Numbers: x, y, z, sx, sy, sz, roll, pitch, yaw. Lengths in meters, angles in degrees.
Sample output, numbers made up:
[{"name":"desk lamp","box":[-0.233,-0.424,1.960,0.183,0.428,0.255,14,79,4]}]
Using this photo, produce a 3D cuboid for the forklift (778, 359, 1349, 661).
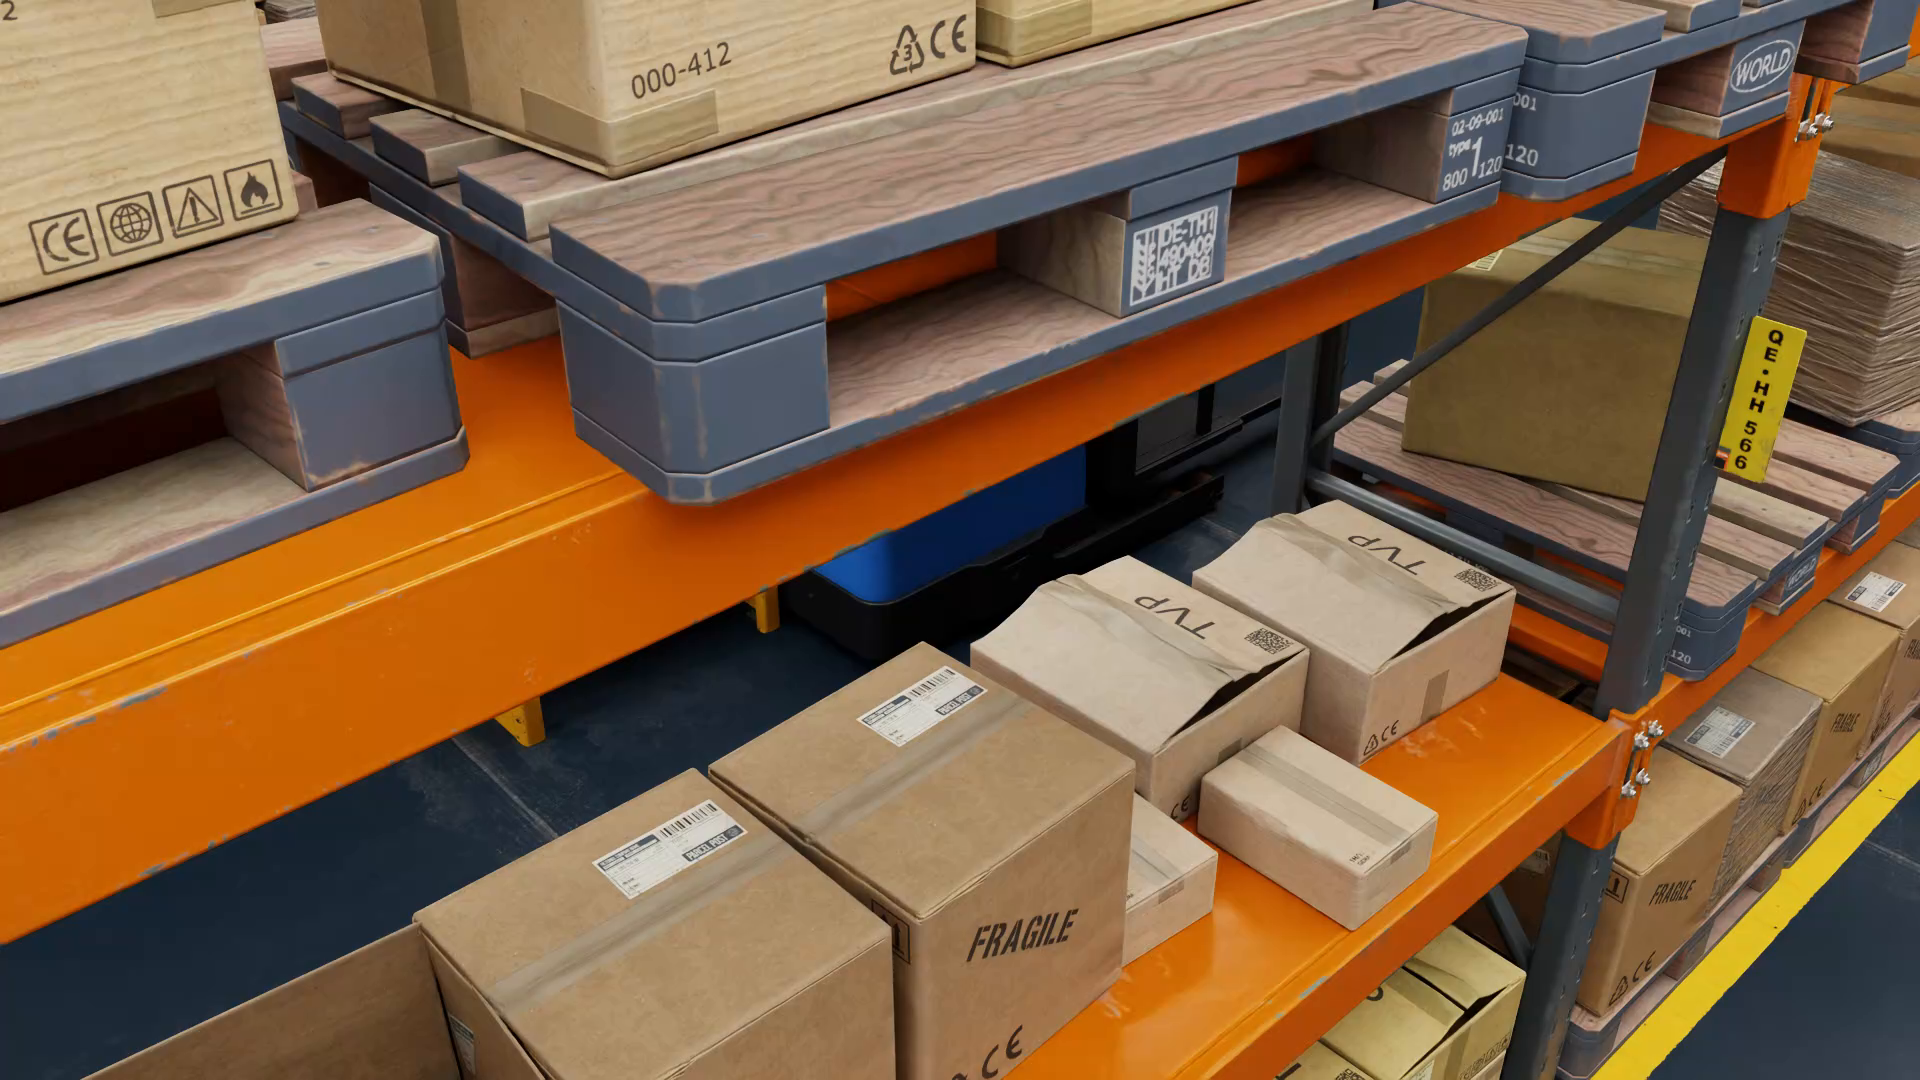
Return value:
[{"name":"forklift","box":[0.461,-1.475,6.352,3.031,2.935,1.130,-26,40,-36]}]

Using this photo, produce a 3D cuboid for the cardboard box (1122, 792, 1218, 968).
[{"name":"cardboard box","box":[0.261,0.597,3.139,0.250,0.149,0.380,-23,38,-32]}]

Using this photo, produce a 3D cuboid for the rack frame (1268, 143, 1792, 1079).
[{"name":"rack frame","box":[1.158,0.016,3.849,0.127,3.000,1.000,-26,40,-35]}]

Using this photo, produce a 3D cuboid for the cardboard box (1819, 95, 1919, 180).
[{"name":"cardboard box","box":[2.837,-0.974,4.970,0.700,0.500,0.500,18,36,27]}]

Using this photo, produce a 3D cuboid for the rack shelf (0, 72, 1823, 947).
[{"name":"rack shelf","box":[-0.309,-0.247,2.094,4.000,0.370,1.077,-26,40,-35]}]

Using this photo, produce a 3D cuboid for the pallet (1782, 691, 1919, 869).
[{"name":"pallet","box":[2.625,0.525,5.690,1.213,0.211,1.003,-26,40,-35]}]

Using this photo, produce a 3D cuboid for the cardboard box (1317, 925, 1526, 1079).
[{"name":"cardboard box","box":[0.941,1.051,3.852,0.500,0.311,0.500,-25,39,-34]}]

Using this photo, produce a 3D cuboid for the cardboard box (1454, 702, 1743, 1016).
[{"name":"cardboard box","box":[1.686,0.843,4.471,0.500,0.500,0.500,-24,39,-34]}]

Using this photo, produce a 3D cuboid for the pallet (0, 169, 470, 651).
[{"name":"pallet","box":[-1.137,-0.081,1.316,0.805,0.209,1.217,27,41,37]}]

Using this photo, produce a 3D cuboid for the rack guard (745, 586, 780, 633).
[{"name":"rack guard","box":[-0.892,0.117,6.318,0.087,0.250,0.587,-26,40,-35]}]

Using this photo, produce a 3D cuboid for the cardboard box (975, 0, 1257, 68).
[{"name":"cardboard box","box":[0.064,-0.805,2.057,0.500,0.250,0.500,-27,40,-36]}]

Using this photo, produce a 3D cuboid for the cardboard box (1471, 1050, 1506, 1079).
[{"name":"cardboard box","box":[0.938,1.290,3.999,0.500,0.250,0.500,-25,39,-34]}]

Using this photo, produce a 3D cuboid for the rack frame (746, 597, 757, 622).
[{"name":"rack frame","box":[-0.891,-0.416,5.993,0.032,1.500,0.500,-26,40,-35]}]

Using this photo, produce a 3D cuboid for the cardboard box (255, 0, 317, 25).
[{"name":"cardboard box","box":[-2.551,-1.938,6.526,0.700,0.500,0.500,24,39,34]}]

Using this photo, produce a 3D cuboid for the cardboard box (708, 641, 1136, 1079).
[{"name":"cardboard box","box":[-0.061,0.575,2.839,0.500,0.500,0.500,27,40,36]}]

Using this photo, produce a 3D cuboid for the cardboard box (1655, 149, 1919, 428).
[{"name":"cardboard box","box":[2.343,-0.724,4.560,0.500,0.500,0.700,-18,36,-27]}]

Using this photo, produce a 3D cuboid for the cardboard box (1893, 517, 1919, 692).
[{"name":"cardboard box","box":[3.188,0.110,5.669,0.500,0.500,0.500,-25,39,-35]}]

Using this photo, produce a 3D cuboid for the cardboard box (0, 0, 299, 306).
[{"name":"cardboard box","box":[-0.916,-0.371,1.347,0.500,0.250,0.500,25,39,34]}]

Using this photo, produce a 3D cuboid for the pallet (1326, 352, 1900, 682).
[{"name":"pallet","box":[1.607,-0.170,4.336,1.003,0.211,1.213,-26,40,-35]}]

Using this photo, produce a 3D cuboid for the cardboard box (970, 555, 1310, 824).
[{"name":"cardboard box","box":[0.370,0.297,3.474,0.500,0.311,0.500,-26,40,-36]}]

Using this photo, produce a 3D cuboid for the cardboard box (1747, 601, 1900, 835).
[{"name":"cardboard box","box":[2.437,0.479,5.066,0.500,0.500,0.500,-26,40,-36]}]

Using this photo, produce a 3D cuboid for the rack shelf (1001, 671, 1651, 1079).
[{"name":"rack shelf","box":[-0.309,1.032,2.876,4.000,0.370,1.077,-26,40,-35]}]

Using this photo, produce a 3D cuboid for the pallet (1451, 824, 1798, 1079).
[{"name":"pallet","box":[1.731,0.955,4.986,1.213,0.211,1.003,-26,40,-35]}]

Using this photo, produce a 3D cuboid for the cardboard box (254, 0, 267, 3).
[{"name":"cardboard box","box":[-2.671,-2.131,6.221,0.380,0.149,0.250,22,38,31]}]

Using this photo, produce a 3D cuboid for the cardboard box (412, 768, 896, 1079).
[{"name":"cardboard box","box":[-0.447,0.761,2.534,0.500,0.500,0.500,-26,40,-35]}]

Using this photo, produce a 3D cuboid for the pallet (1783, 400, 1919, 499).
[{"name":"pallet","box":[2.581,-0.594,5.030,1.213,0.211,1.003,-26,40,-35]}]

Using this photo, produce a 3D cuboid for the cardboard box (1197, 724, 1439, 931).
[{"name":"cardboard box","box":[0.686,0.548,3.220,0.250,0.149,0.380,-26,40,-35]}]

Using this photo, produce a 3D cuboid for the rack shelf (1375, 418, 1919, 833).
[{"name":"rack shelf","box":[2.624,-0.387,5.196,4.000,0.370,1.077,-26,40,-35]}]

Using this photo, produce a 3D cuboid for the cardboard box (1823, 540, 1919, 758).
[{"name":"cardboard box","box":[2.816,0.292,5.372,0.500,0.500,0.500,-27,41,-37]}]

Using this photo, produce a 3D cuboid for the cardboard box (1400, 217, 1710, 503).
[{"name":"cardboard box","box":[1.543,-0.472,4.149,0.700,0.500,0.500,15,35,23]}]

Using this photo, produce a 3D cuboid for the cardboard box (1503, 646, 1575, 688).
[{"name":"cardboard box","box":[1.722,0.132,4.915,0.500,0.250,0.500,-24,39,-34]}]

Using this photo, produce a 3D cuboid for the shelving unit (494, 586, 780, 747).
[{"name":"shelving unit","box":[-1.259,-0.240,5.706,1.083,1.500,0.587,-26,40,-35]}]

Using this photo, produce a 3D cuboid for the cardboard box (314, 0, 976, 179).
[{"name":"cardboard box","box":[-0.332,-0.615,1.746,0.500,0.250,0.500,25,40,35]}]

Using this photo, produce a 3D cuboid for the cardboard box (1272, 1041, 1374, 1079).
[{"name":"cardboard box","box":[0.565,1.237,3.547,0.500,0.311,0.500,-27,40,-36]}]

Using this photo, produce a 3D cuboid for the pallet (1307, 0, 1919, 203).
[{"name":"pallet","box":[0.721,-0.908,2.666,1.003,0.211,1.213,-24,39,-33]}]

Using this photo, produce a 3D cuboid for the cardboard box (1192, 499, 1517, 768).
[{"name":"cardboard box","box":[0.861,0.166,3.688,0.500,0.311,0.500,-23,38,-33]}]

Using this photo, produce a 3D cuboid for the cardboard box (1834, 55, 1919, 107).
[{"name":"cardboard box","box":[3.130,-1.274,5.460,0.500,0.500,0.700,-19,36,-28]}]

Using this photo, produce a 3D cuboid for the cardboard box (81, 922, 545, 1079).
[{"name":"cardboard box","box":[-0.815,0.939,2.243,0.500,0.500,0.500,-23,38,-32]}]

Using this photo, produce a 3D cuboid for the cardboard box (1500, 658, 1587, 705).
[{"name":"cardboard box","box":[1.684,0.473,5.075,0.500,0.500,0.500,-24,39,-34]}]

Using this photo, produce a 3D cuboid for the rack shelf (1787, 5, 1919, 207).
[{"name":"rack shelf","box":[2.624,-1.666,4.414,4.000,0.370,1.077,-26,40,-35]}]

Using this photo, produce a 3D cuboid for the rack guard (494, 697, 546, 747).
[{"name":"rack guard","box":[-1.627,0.468,5.745,0.087,0.250,0.587,-26,40,-35]}]

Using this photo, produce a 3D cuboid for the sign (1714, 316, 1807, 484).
[{"name":"sign","box":[1.538,-0.267,3.201,0.005,0.325,0.100,-26,40,-35]}]

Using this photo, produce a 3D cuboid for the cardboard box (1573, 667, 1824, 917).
[{"name":"cardboard box","box":[2.066,0.655,4.778,0.500,0.500,0.500,-27,41,-37]}]

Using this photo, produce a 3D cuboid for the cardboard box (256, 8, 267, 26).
[{"name":"cardboard box","box":[-2.942,-1.729,6.185,0.700,0.500,0.500,25,39,35]}]

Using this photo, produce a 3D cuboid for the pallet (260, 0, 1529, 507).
[{"name":"pallet","box":[-0.097,-0.511,2.015,1.213,0.211,1.003,-24,39,-33]}]
